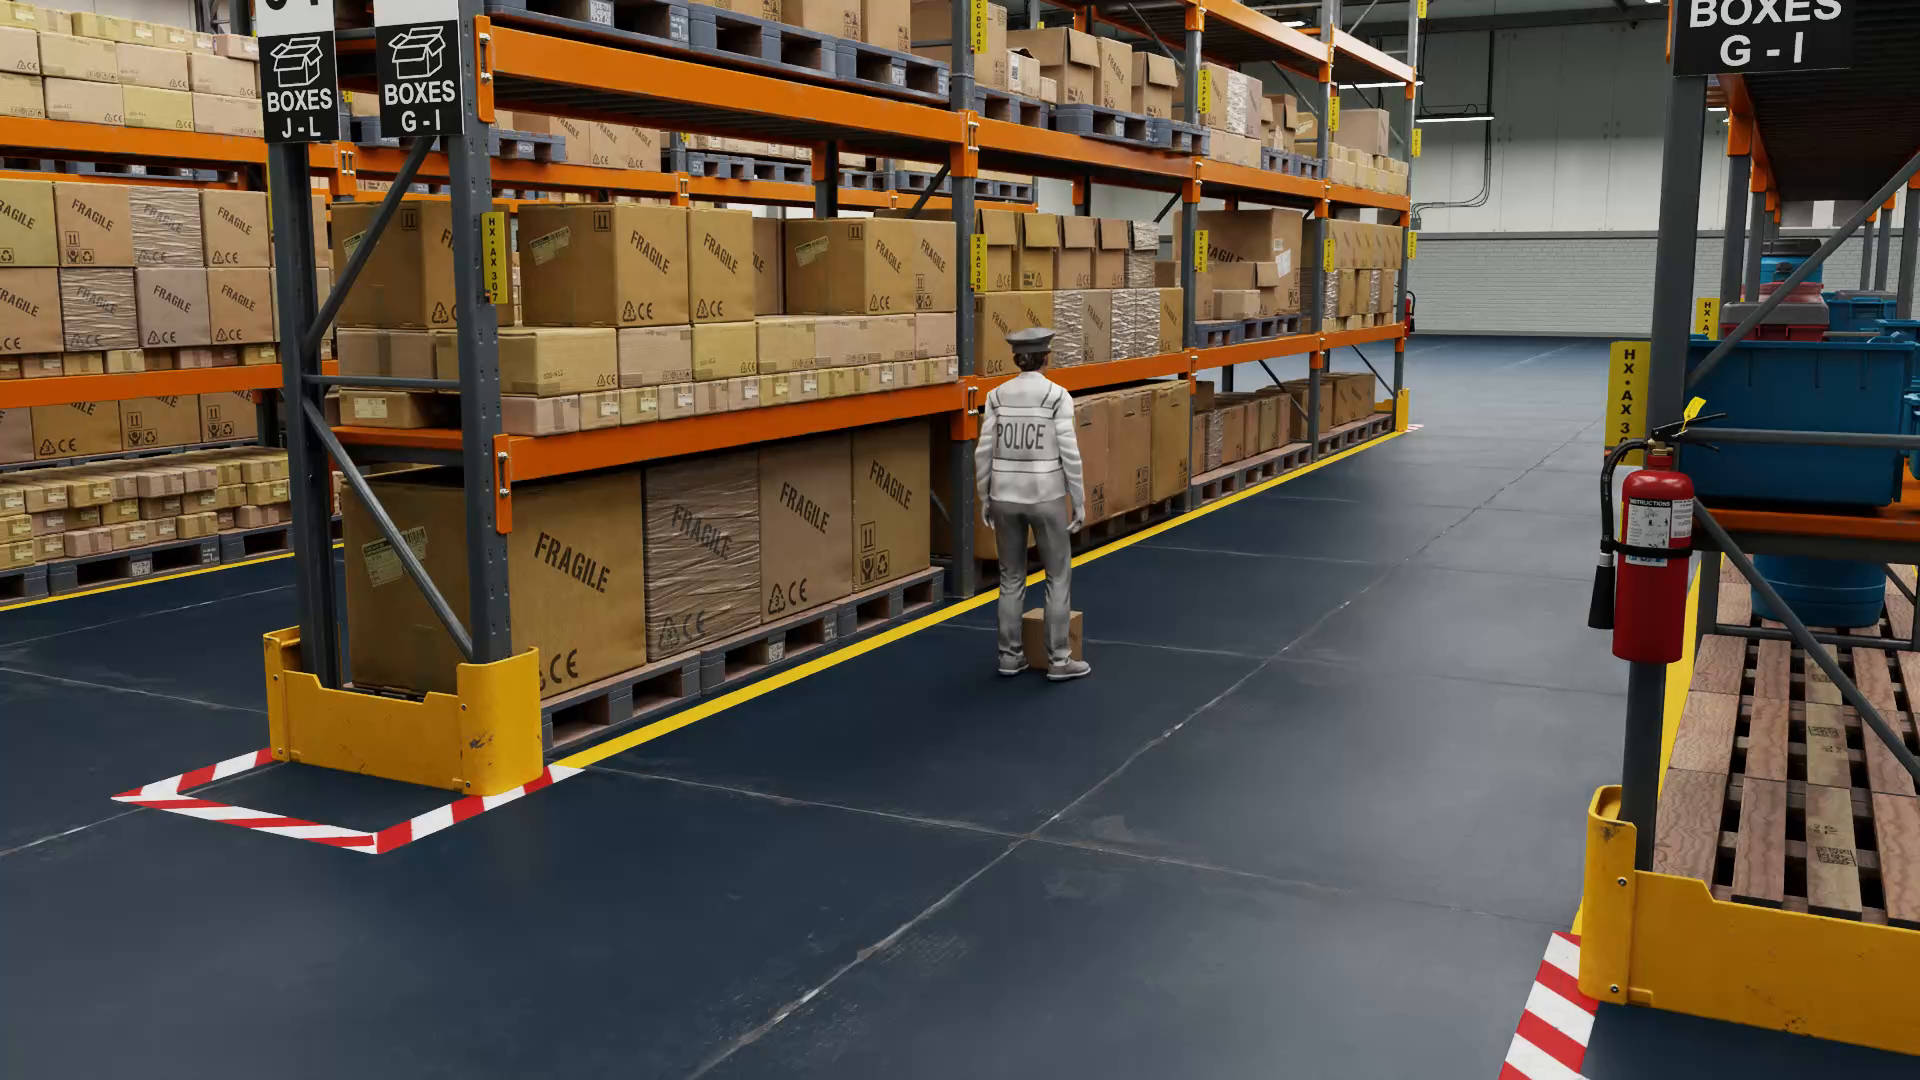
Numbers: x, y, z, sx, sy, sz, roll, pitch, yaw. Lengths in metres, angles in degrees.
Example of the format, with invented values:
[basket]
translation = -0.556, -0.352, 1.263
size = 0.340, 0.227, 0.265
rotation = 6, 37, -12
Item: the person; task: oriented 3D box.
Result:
[person]
translation = 0.337, -0.173, 7.918
size = 0.547, 1.667, 0.370
rotation = 4, 10, 23
